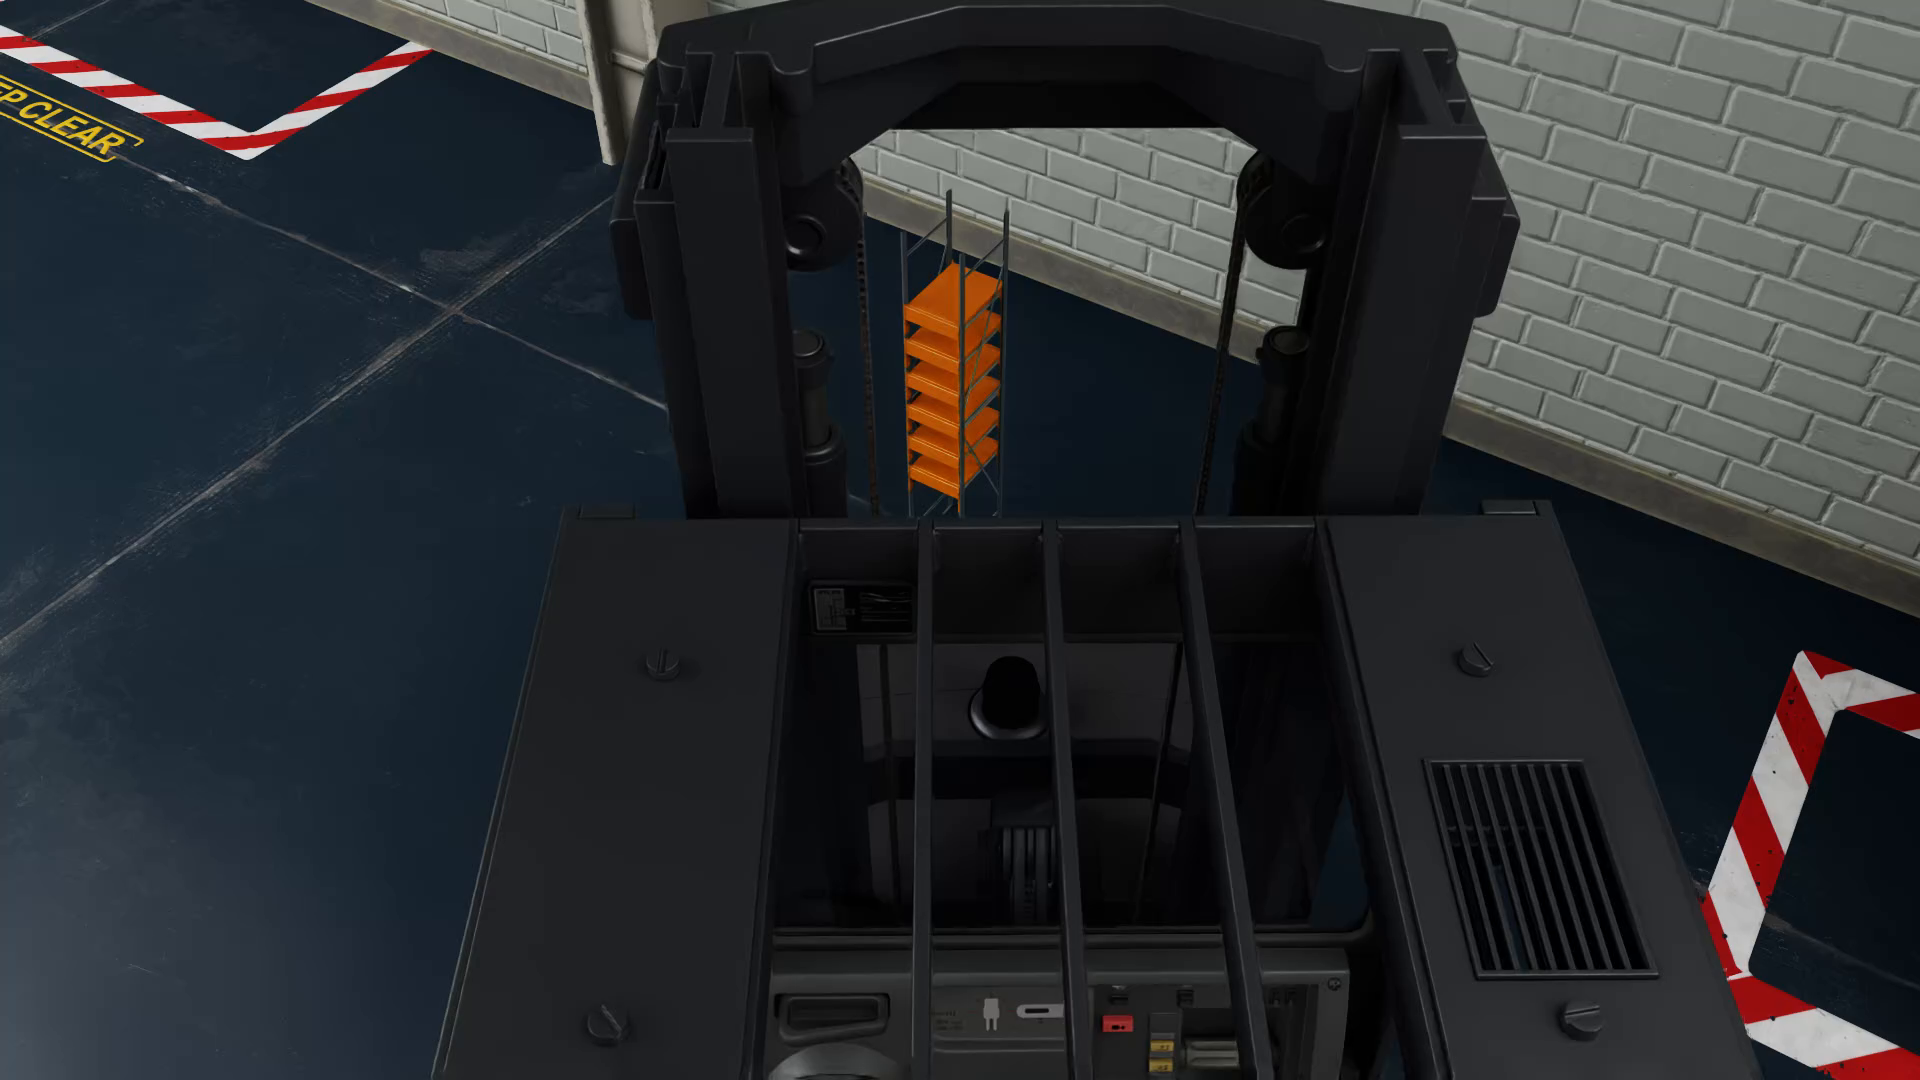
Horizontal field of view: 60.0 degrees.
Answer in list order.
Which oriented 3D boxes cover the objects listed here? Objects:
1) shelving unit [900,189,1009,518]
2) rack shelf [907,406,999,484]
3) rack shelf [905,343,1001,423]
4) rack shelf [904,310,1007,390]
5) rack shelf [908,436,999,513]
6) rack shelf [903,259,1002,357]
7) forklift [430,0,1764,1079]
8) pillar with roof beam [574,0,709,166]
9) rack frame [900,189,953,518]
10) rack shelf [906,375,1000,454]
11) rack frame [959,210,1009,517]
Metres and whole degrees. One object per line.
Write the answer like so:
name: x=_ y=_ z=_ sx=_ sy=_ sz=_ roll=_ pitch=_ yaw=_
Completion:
shelving unit: x=-0.012 y=-0.424 z=4.825 sx=0.189 sy=1.200 sz=0.258 roll=25 pitch=51 yaw=22
rack shelf: x=-0.012 y=-0.309 z=4.943 sx=0.180 sy=0.103 sz=0.258 roll=25 pitch=51 yaw=22
rack shelf: x=-0.012 y=-0.476 z=4.771 sx=0.180 sy=0.103 sz=0.258 roll=25 pitch=51 yaw=22
rack shelf: x=-0.012 y=-0.560 z=4.685 sx=0.180 sy=0.103 sz=0.258 roll=25 pitch=51 yaw=22
rack shelf: x=-0.012 y=-0.226 z=5.029 sx=0.180 sy=0.103 sz=0.258 roll=25 pitch=51 yaw=22
rack shelf: x=-0.012 y=-0.644 z=4.599 sx=0.180 sy=0.103 sz=0.258 roll=25 pitch=51 yaw=22
forklift: x=0.109 y=0.893 z=2.338 sx=1.130 sy=2.935 sz=3.031 roll=0 pitch=46 yaw=0
pillar with roof beam: x=-3.526 y=-2.087 z=1.003 sx=0.400 sy=9.000 sz=9.100 roll=25 pitch=51 yaw=22
rack frame: x=-0.089 y=-0.459 z=4.860 sx=0.006 sy=1.200 sz=0.240 roll=25 pitch=51 yaw=22
rack shelf: x=-0.012 y=-0.393 z=4.857 sx=0.180 sy=0.103 sz=0.258 roll=25 pitch=51 yaw=22
rack frame: x=0.065 y=-0.388 z=4.791 sx=0.006 sy=1.200 sz=0.240 roll=25 pitch=51 yaw=22
